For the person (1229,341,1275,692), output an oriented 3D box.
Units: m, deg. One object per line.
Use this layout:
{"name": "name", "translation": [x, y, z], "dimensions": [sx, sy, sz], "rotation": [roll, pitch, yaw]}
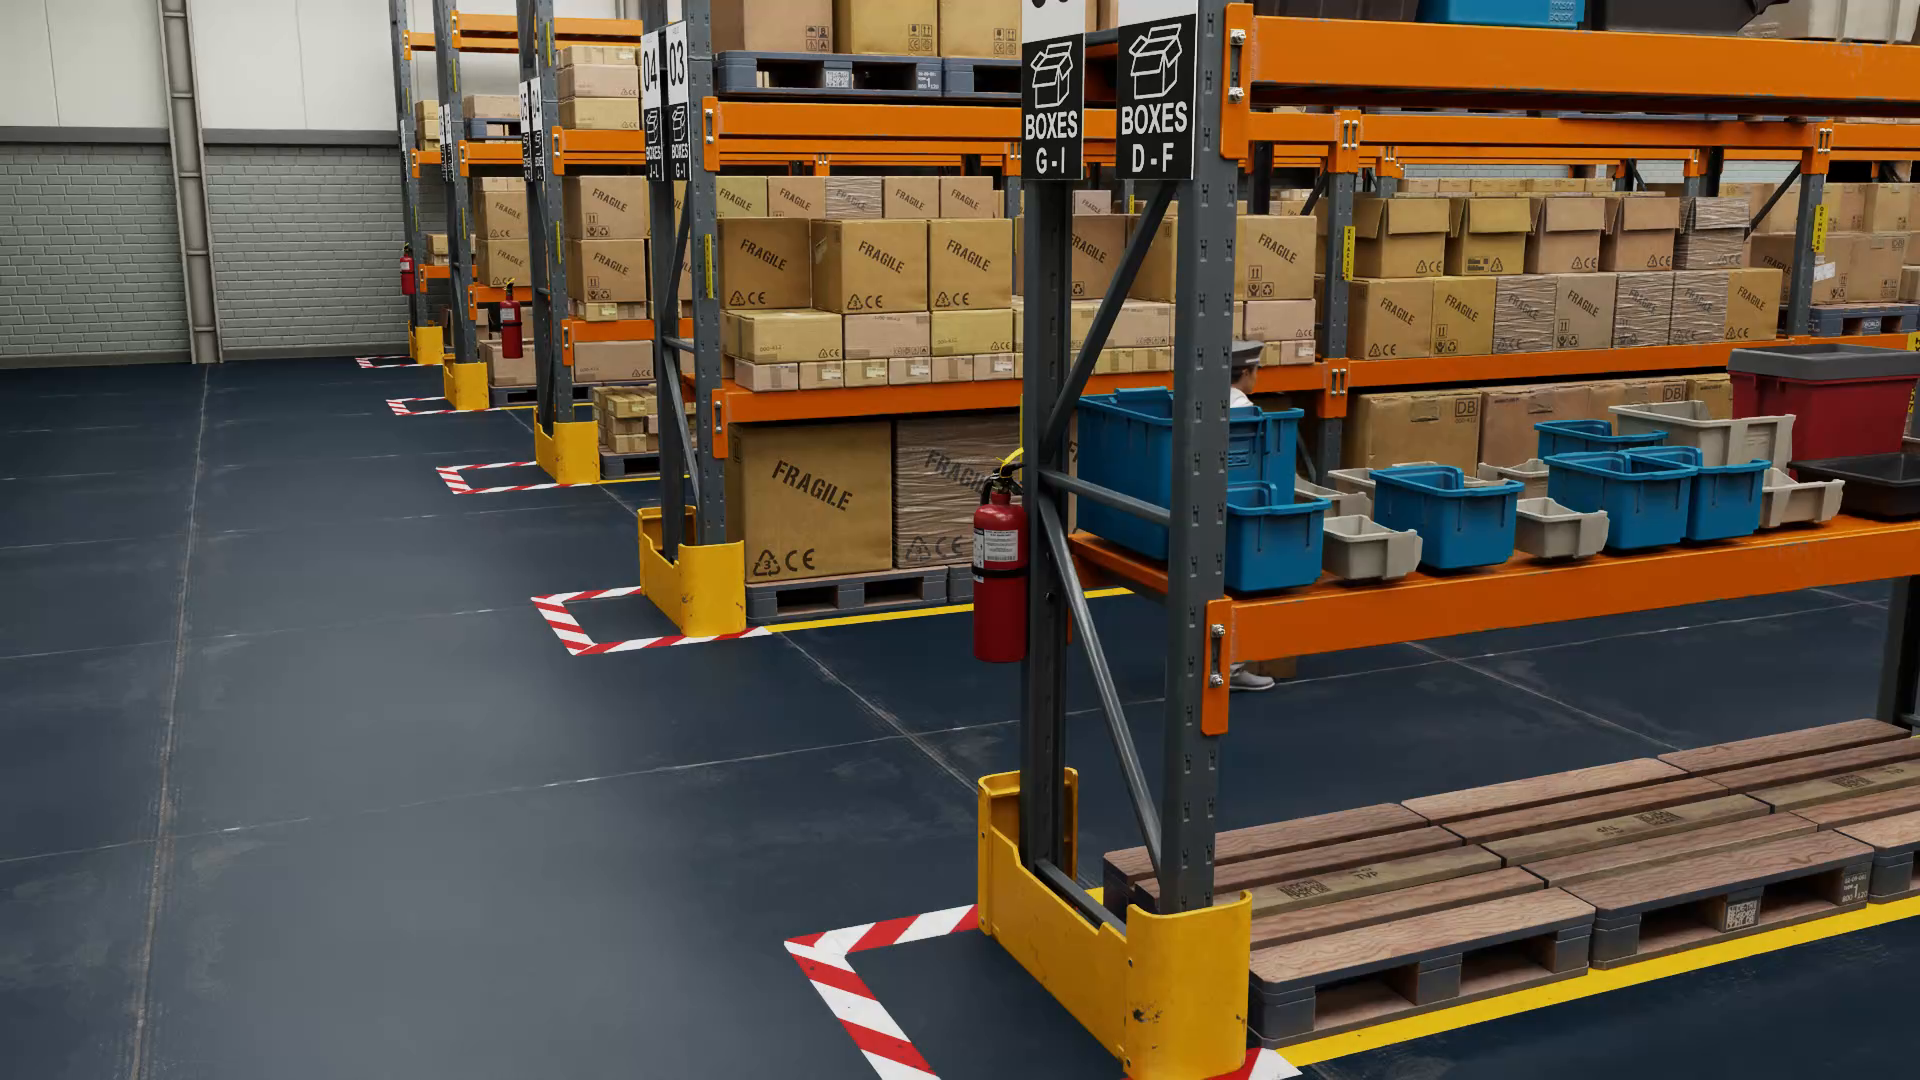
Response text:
{"name": "person", "translation": [1.278, -0.121, 8.016], "dimensions": [0.369, 1.663, 0.518], "rotation": [-6, 13, -25]}
